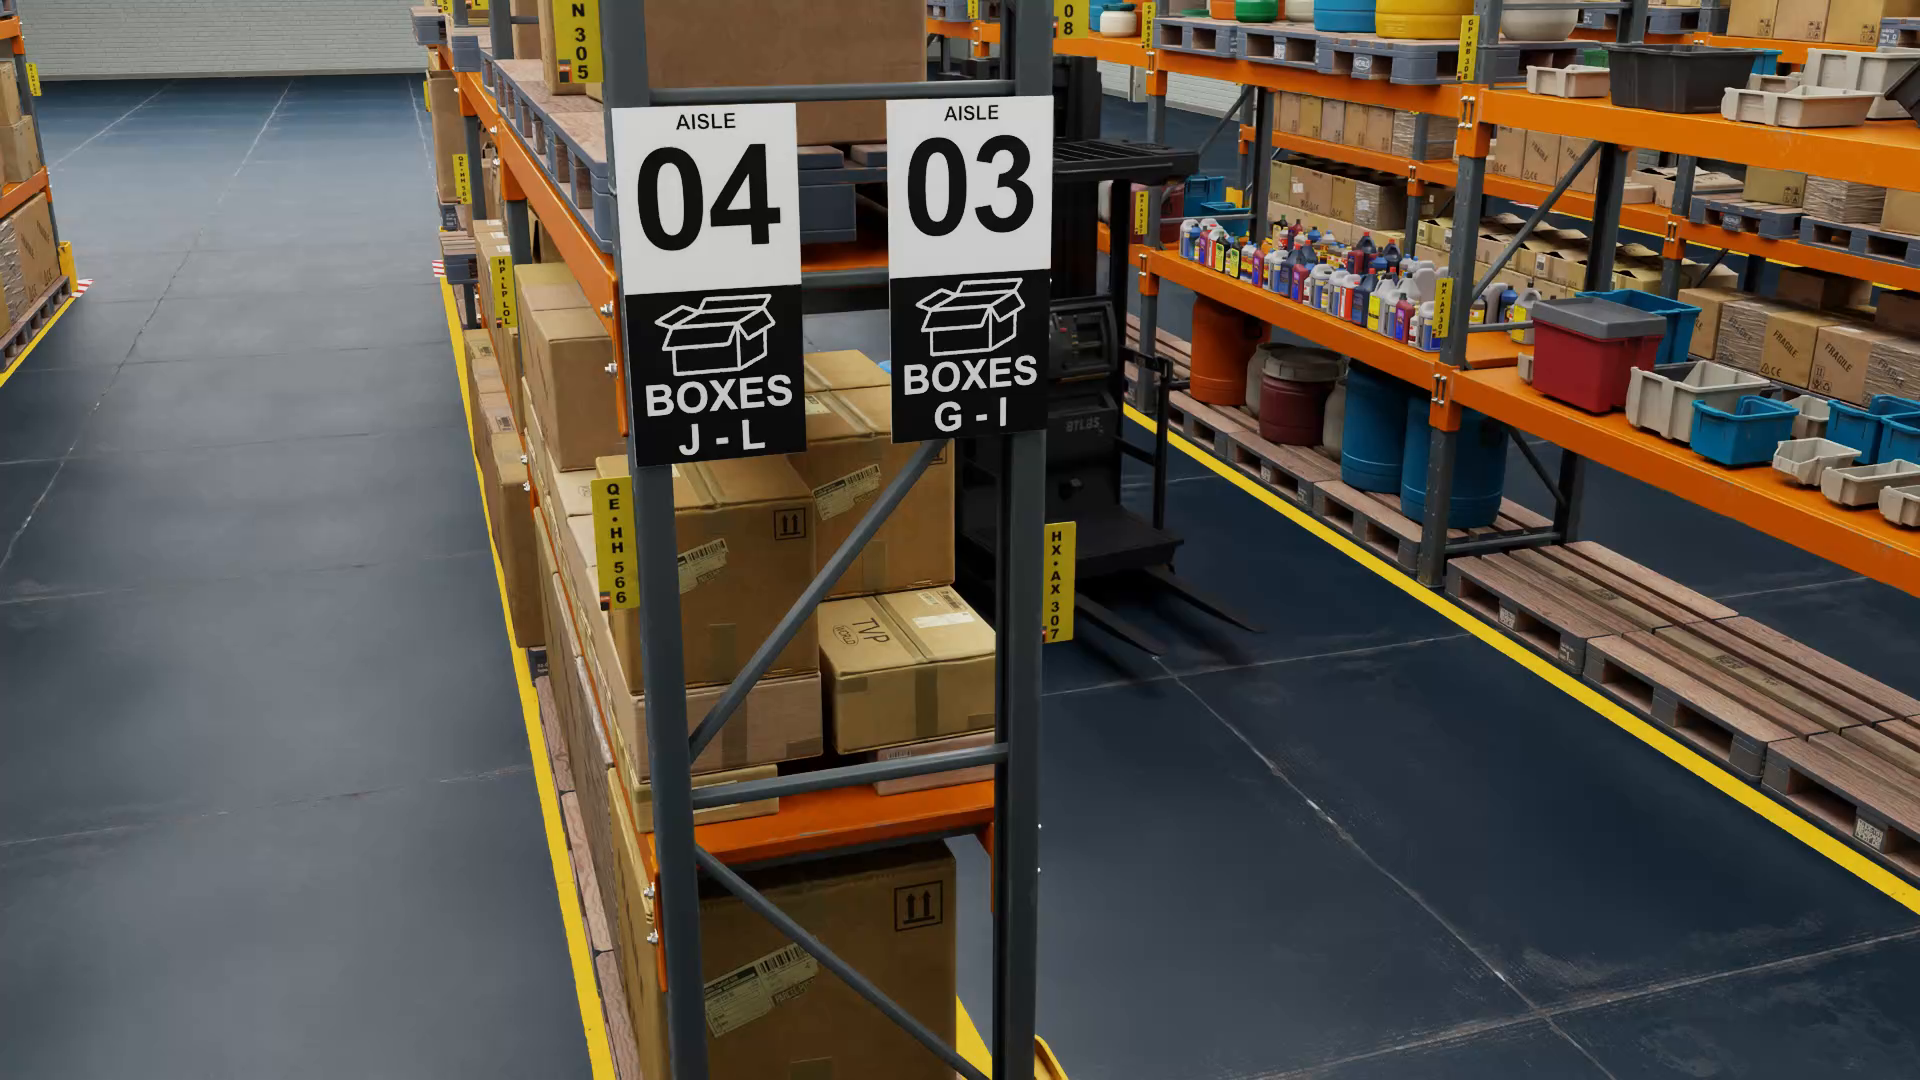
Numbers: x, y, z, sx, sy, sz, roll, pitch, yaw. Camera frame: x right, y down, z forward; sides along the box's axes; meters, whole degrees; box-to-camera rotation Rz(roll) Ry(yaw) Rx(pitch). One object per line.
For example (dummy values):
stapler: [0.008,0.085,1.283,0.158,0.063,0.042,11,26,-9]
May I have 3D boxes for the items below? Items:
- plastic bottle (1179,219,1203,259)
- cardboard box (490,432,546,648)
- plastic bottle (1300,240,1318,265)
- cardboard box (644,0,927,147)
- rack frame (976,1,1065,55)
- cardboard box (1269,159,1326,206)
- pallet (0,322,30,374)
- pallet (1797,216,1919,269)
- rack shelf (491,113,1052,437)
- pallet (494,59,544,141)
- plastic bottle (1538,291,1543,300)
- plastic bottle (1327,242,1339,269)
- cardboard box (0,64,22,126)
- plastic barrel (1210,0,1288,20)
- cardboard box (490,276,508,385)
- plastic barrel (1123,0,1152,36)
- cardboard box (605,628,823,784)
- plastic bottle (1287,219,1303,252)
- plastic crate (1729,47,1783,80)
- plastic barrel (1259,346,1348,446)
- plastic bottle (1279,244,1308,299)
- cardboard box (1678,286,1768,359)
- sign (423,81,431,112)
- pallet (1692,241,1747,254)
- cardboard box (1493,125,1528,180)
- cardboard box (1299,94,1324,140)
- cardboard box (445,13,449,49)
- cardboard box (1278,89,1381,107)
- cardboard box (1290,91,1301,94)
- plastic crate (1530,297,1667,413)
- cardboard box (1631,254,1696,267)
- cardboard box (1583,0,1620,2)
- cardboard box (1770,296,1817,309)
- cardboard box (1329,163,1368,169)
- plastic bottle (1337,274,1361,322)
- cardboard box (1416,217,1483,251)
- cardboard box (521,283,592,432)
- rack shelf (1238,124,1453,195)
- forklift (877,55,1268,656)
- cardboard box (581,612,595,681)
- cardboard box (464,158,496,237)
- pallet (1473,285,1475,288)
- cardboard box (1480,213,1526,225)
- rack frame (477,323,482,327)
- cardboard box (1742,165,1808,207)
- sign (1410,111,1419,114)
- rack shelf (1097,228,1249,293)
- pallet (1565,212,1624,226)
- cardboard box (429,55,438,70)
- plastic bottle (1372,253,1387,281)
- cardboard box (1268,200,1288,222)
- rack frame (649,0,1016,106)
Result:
plastic bottle: [1.735,-2.249,12.424,0.152,0.276,0.135,-6,21,-17]
cardboard box: [-1.759,-0.071,8.700,1.225,0.875,0.875,-6,21,-17]
plastic bottle: [2.319,-1.847,11.193,0.144,0.351,0.185,-6,21,-17]
cardboard box: [-0.496,-1.252,4.109,0.700,0.500,0.500,-8,21,-20]
rack frame: [0.648,-3.764,16.459,1.000,3.000,0.127,-6,21,-17]
cardboard box: [4.211,-4.473,20.770,0.500,0.500,0.500,-6,21,-17]
pallet: [-8.959,-1.683,14.790,1.003,0.211,1.213,-6,21,-17]
pallet: [7.225,-2.292,12.643,1.003,0.211,1.213,-6,21,-17]
rack shelf: [-0.911,-1.102,5.674,1.077,0.370,4.000,-6,21,-17]
pallet: [-1.292,-1.777,6.620,1.003,0.211,1.213,-6,21,-17]
plastic bottle: [3.411,-1.348,9.904,0.061,0.283,0.133,-6,21,-17]
plastic bottle: [2.682,-2.033,11.934,0.097,0.201,0.097,0,20,0]
cardboard box: [-9.711,-4.316,16.175,0.875,0.550,0.550,-6,21,-17]
plastic barrel: [2.081,-4.109,11.726,0.600,0.830,0.708,-6,21,-17]
cardboard box: [-2.265,-1.165,9.075,0.500,0.500,0.500,-7,21,-18]
plastic barrel: [1.648,-4.591,13.687,0.600,0.830,0.708,-6,21,-17]
cardboard box: [-0.686,0.416,4.602,0.500,0.250,0.500,-7,21,-18]
plastic bottle: [2.510,-2.267,12.463,0.061,0.283,0.133,-6,21,-17]
plastic crate: [3.752,-2.271,8.113,0.416,0.233,0.300,-6,21,-17]
plastic barrel: [2.430,-1.026,11.780,0.600,0.588,0.708,-6,21,-17]
plastic bottle: [2.217,-1.787,11.028,0.144,0.351,0.185,-6,21,-17]
cardboard box: [6.481,-1.860,14.204,0.500,0.500,0.500,-5,20,-15]
sign: [-5.826,-4.871,18.260,0.100,0.325,0.005,-6,21,-17]
pallet: [9.809,-3.716,20.450,1.003,0.211,1.213,-6,21,-17]
cardboard box: [5.743,-3.919,16.742,0.500,0.500,0.500,-5,20,-13]
cardboard box: [4.549,-5.141,20.143,0.700,0.500,0.500,-6,21,-17]
cardboard box: [-3.503,-3.741,12.179,0.500,0.250,0.500,-6,21,-16]
cardboard box: [4.460,-5.324,19.693,0.391,0.149,2.554,-6,21,-17]
cardboard box: [4.253,-5.530,20.269,0.380,0.149,0.250,-7,21,-18]
plastic crate: [3.205,-0.942,8.418,0.402,0.464,0.583,-6,21,-17]
cardboard box: [6.550,-2.540,15.667,0.500,0.311,0.500,-7,21,-19]
cardboard box: [6.062,-5.035,15.160,0.500,0.250,0.500,-7,21,-18]
cardboard box: [7.126,-1.761,13.929,0.500,0.500,0.500,-6,20,-15]
cardboard box: [4.874,-4.369,20.481,0.500,0.500,0.500,-6,21,-17]
plastic bottle: [2.459,-1.510,10.366,0.152,0.276,0.135,-6,21,-17]
cardboard box: [5.245,-3.298,17.777,0.500,0.311,0.500,-6,21,-17]
cardboard box: [-1.484,-0.753,6.749,0.500,0.500,0.500,-6,21,-17]
rack shelf: [4.723,-4.592,19.829,1.077,0.370,4.000,-6,21,-17]
forklift: [0.574,-1.109,9.168,1.130,2.935,3.031,-10,22,-26]
cardboard box: [-1.029,0.324,5.448,0.380,0.149,0.250,-7,21,-18]
cardboard box: [-3.274,-2.536,12.272,0.700,0.500,0.500,-3,20,-9]
pallet: [5.620,-2.745,17.745,1.003,0.211,1.213,-6,21,-17]
cardboard box: [5.751,-3.357,17.943,0.500,0.311,0.500,-6,21,-17]
rack frame: [-4.057,-3.237,14.993,0.949,2.616,0.053,-6,21,-17]
cardboard box: [6.914,-3.060,13.730,0.700,0.500,0.500,-15,24,-35]
sign: [4.825,-4.674,17.595,0.100,0.325,0.005,-6,21,-17]
rack shelf: [1.277,-2.784,14.793,1.077,0.370,4.000,-6,21,-17]
pallet: [9.042,-4.499,22.630,1.003,0.211,1.213,-6,21,-17]
cardboard box: [-5.088,-4.652,16.864,0.500,0.500,0.500,-6,21,-17]
plastic bottle: [2.807,-1.784,11.137,0.097,0.271,0.097,0,20,0]
cardboard box: [4.213,-4.121,20.898,0.500,0.250,0.500,-6,21,-17]
rack frame: [-0.285,-2.210,3.257,0.949,2.616,0.053,-6,21,-17]
